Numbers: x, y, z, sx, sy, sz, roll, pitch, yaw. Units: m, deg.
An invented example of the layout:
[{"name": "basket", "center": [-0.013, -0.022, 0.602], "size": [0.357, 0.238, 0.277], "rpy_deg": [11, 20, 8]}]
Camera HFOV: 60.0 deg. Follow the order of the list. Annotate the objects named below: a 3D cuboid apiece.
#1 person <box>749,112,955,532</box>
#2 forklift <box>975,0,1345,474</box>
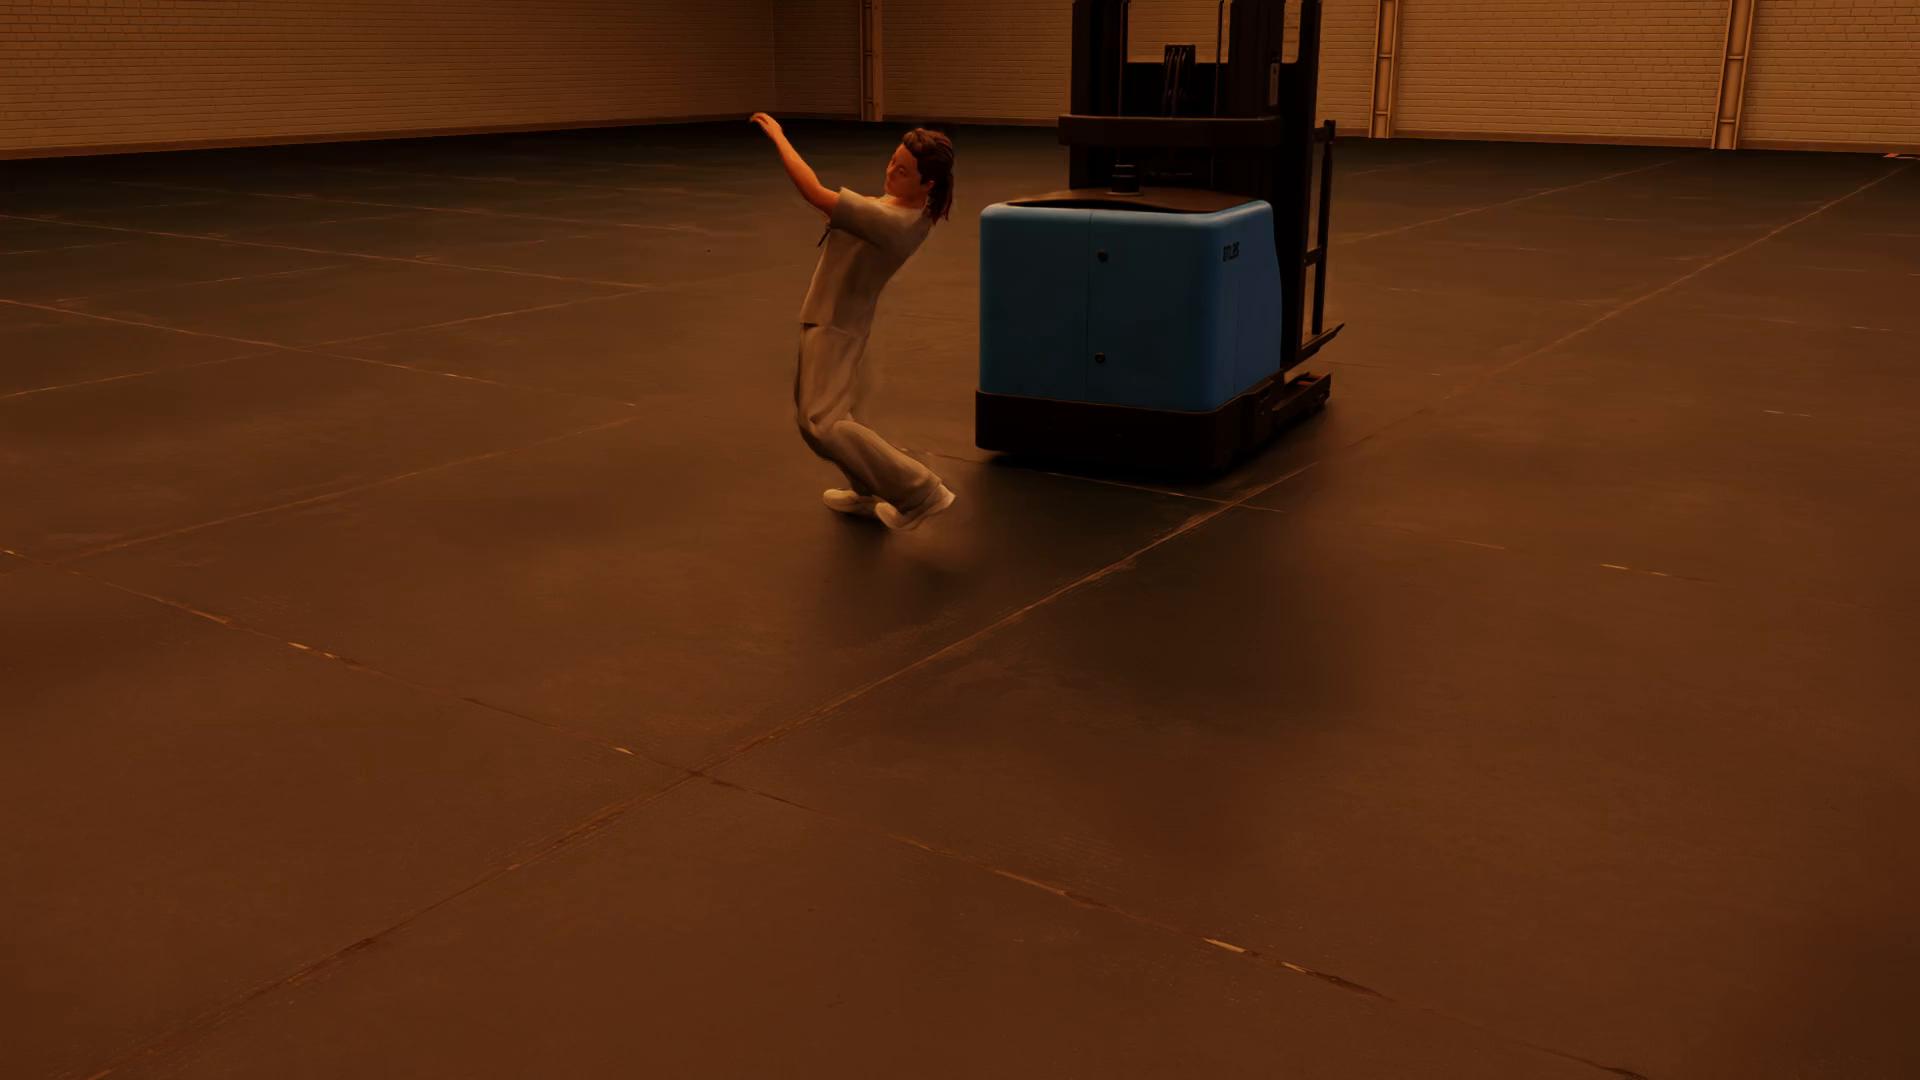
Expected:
[{"name": "person", "center": [-0.377, -0.794, 6.004], "size": [0.693, 1.467, 1.004], "rpy_deg": [-1, 17, -3]}, {"name": "forklift", "center": [1.162, -2.049, 7.684], "size": [1.130, 2.935, 3.031], "rpy_deg": [8, 18, 25]}]
